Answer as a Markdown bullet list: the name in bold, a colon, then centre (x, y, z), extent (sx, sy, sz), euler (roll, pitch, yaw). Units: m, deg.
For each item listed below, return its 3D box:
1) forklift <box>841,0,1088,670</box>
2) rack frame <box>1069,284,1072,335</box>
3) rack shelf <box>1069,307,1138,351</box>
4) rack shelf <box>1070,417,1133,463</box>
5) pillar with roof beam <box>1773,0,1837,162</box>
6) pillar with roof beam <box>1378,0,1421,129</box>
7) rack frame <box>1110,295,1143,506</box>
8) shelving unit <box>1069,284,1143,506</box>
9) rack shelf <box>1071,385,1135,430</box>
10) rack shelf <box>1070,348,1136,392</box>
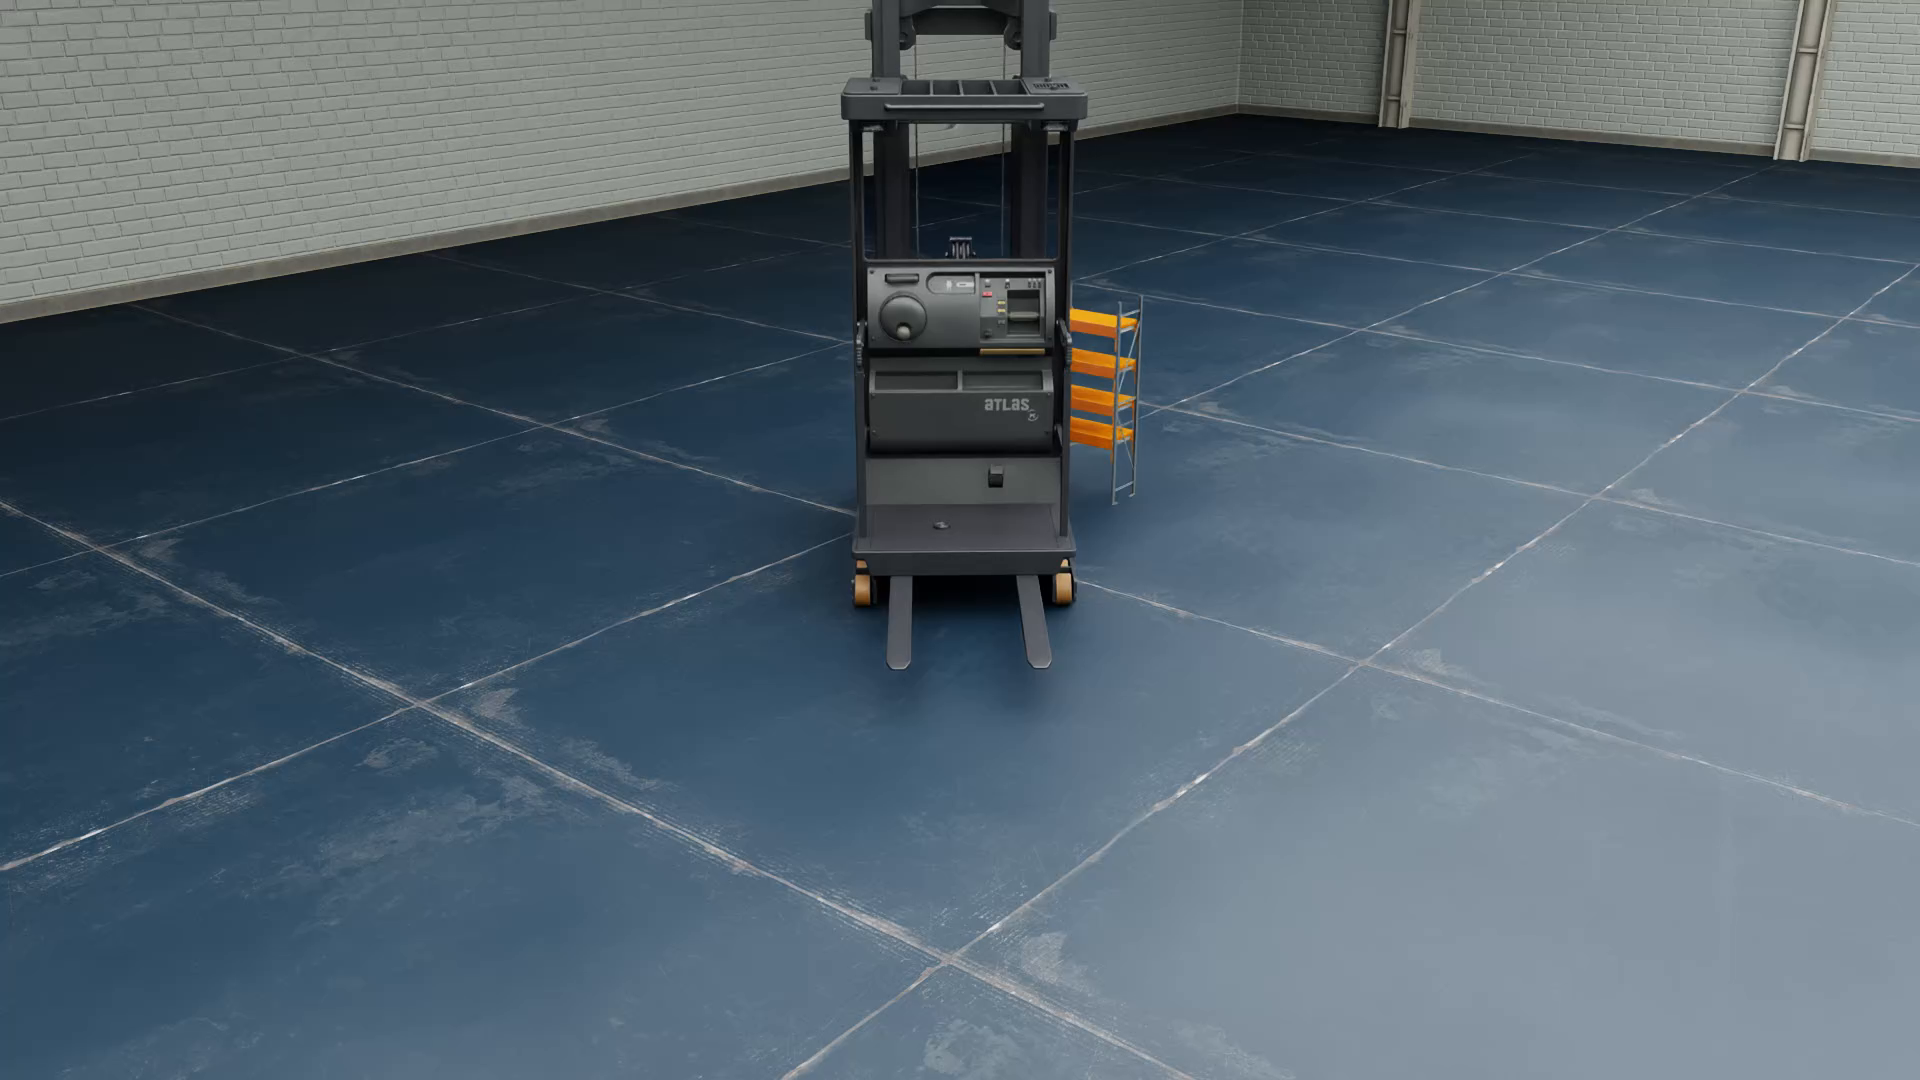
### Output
- **forklift**: centre (0.012, -1.150, 8.063), extent (1.130, 2.935, 3.031), euler (0, 21, -1)
- **rack frame**: centre (0.577, -0.904, 9.865), extent (0.015, 1.200, 0.240), euler (16, 26, 36)
- **rack shelf**: centre (0.769, -1.219, 9.585), extent (0.480, 0.148, 0.258), euler (16, 26, 36)
- **rack shelf**: centre (0.768, -0.602, 9.816), extent (0.480, 0.148, 0.258), euler (16, 26, 36)
- **pillar with roof beam**: centre (8.939, -8.379, 18.634), extent (0.400, 9.000, 9.100), euler (16, 26, 36)
- **pillar with roof beam**: centre (4.291, -9.717, 22.183), extent (0.400, 9.000, 9.100), euler (16, 26, 36)
- **rack frame**: centre (0.959, -0.797, 9.581), extent (0.015, 1.200, 0.240), euler (16, 26, 36)
- **shelving unit**: centre (0.768, -0.851, 9.723), extent (0.503, 1.200, 0.258), euler (16, 26, 36)
- **rack shelf**: centre (0.768, -0.788, 9.746), extent (0.480, 0.148, 0.258), euler (16, 26, 36)
- **rack shelf**: centre (0.768, -0.997, 9.668), extent (0.480, 0.148, 0.258), euler (16, 26, 36)
